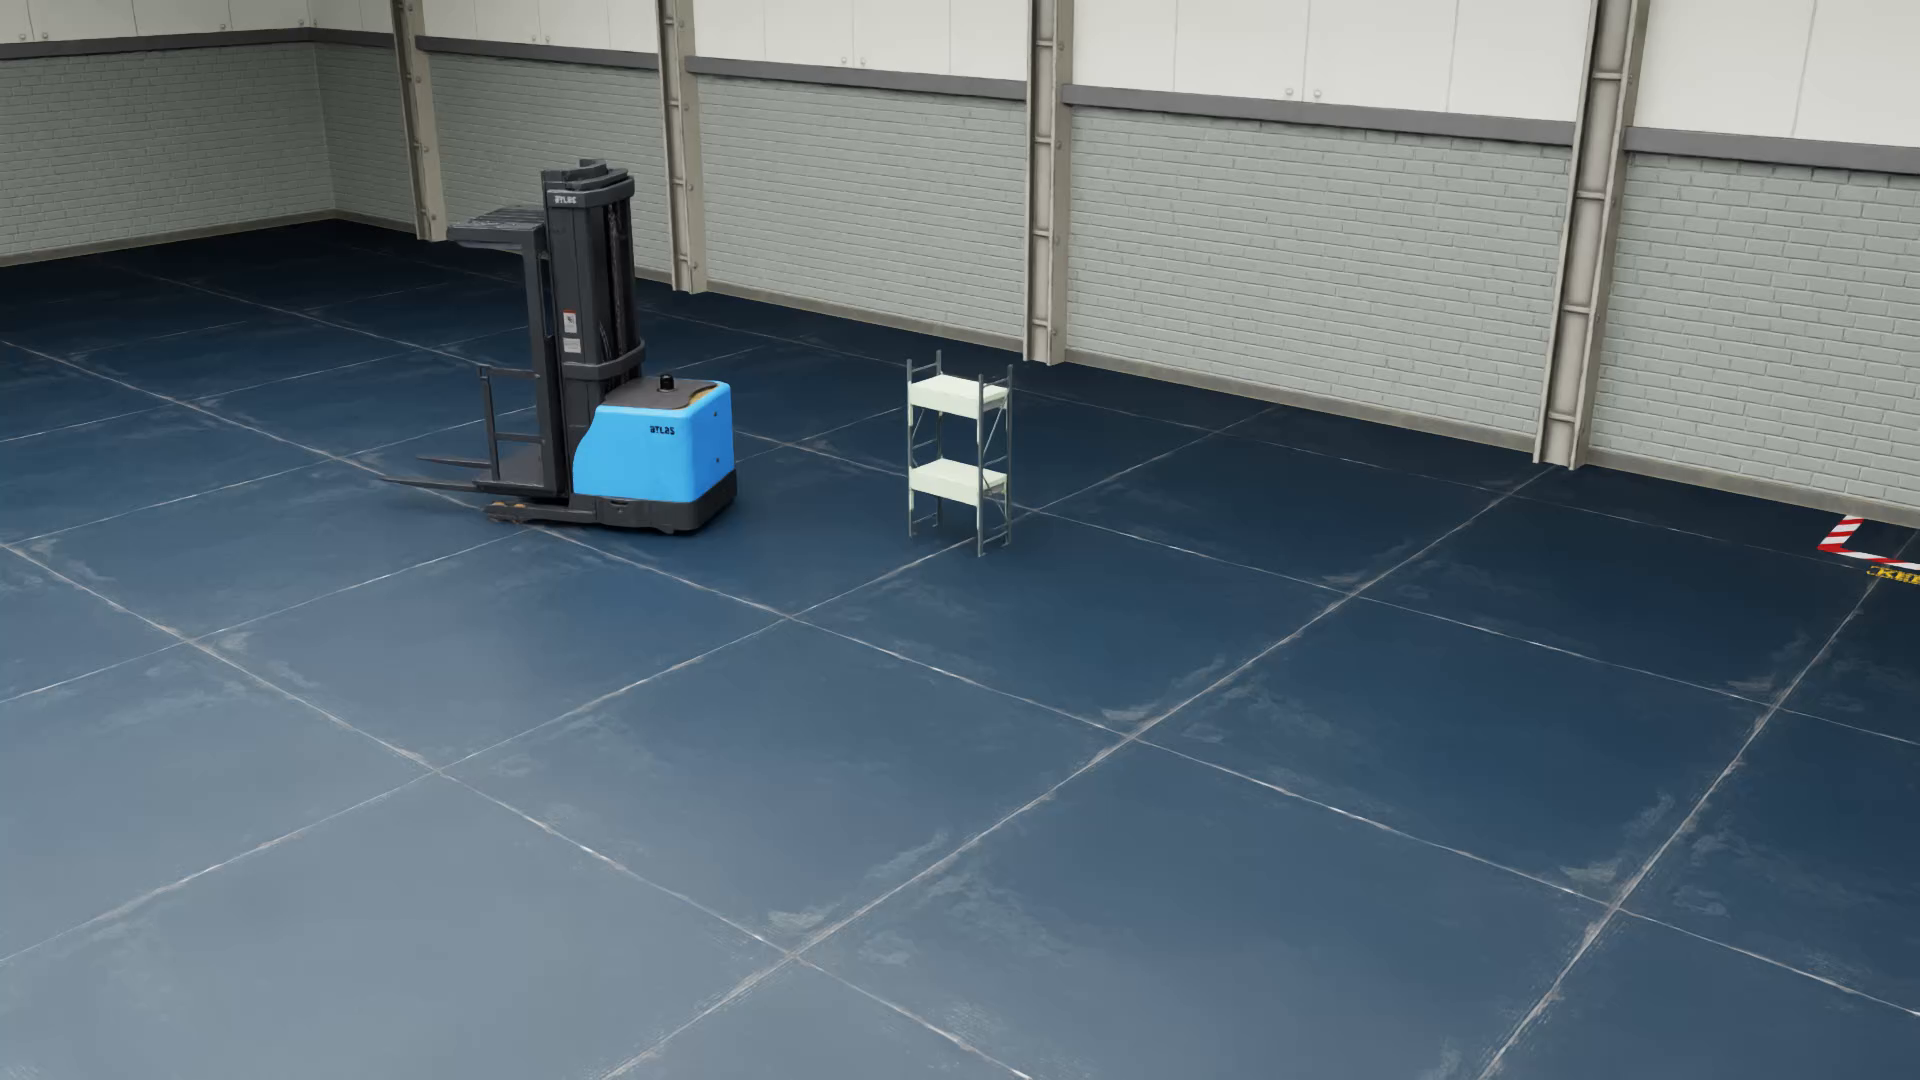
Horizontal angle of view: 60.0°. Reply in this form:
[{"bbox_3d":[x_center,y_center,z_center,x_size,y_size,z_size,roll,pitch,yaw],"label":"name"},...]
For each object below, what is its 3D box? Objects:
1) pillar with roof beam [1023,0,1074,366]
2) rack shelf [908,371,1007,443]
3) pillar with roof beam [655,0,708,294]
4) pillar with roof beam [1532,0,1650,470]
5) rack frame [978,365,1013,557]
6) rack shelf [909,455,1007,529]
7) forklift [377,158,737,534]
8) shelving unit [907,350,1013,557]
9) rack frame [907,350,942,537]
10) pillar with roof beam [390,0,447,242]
[{"bbox_3d":[-1.750,-5.100,14.440,0.400,9.000,9.100,16,26,36],"label":"pillar with roof beam"},{"bbox_3d":[-0.005,-1.068,13.270,0.720,0.370,0.431,16,26,36],"label":"rack shelf"},{"bbox_3d":[-6.398,-6.439,17.989,0.400,9.000,9.100,16,26,36],"label":"pillar with roof beam"},{"bbox_3d":[2.899,-3.762,10.890,0.400,9.000,9.100,16,26,36],"label":"pillar with roof beam"},{"bbox_3d":[0.278,-0.622,13.191,0.023,1.500,0.400,16,26,36],"label":"rack frame"},{"bbox_3d":[-0.005,-0.398,13.523,0.720,0.370,0.431,16,26,36],"label":"rack shelf"},{"bbox_3d":[-3.521,-1.684,13.980,3.031,2.935,1.130,5,21,13],"label":"forklift"},{"bbox_3d":[-0.005,-0.703,13.407,0.755,1.500,0.431,16,26,36],"label":"shelving unit"},{"bbox_3d":[-0.289,-0.785,13.624,0.023,1.500,0.400,16,26,36],"label":"rack frame"},{"bbox_3d":[-11.047,-7.778,21.539,0.400,9.000,9.100,16,26,36],"label":"pillar with roof beam"}]
